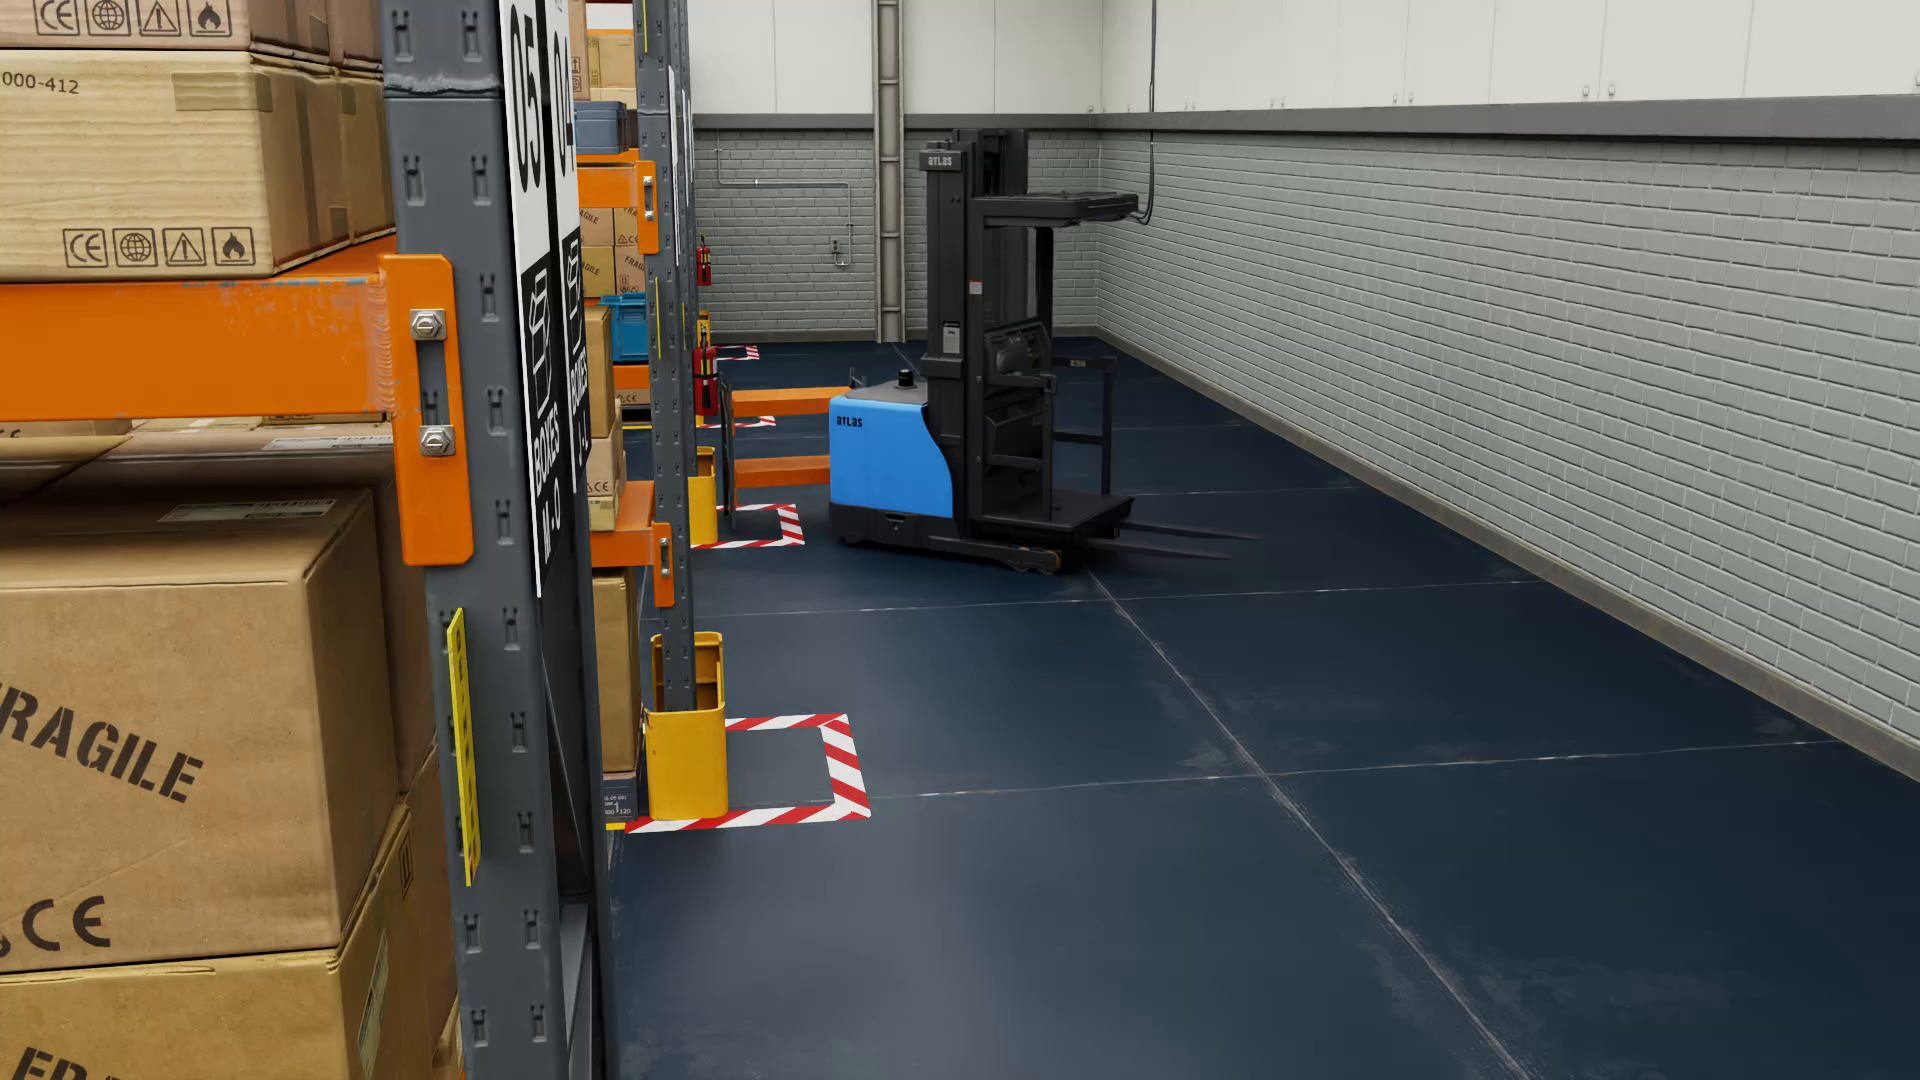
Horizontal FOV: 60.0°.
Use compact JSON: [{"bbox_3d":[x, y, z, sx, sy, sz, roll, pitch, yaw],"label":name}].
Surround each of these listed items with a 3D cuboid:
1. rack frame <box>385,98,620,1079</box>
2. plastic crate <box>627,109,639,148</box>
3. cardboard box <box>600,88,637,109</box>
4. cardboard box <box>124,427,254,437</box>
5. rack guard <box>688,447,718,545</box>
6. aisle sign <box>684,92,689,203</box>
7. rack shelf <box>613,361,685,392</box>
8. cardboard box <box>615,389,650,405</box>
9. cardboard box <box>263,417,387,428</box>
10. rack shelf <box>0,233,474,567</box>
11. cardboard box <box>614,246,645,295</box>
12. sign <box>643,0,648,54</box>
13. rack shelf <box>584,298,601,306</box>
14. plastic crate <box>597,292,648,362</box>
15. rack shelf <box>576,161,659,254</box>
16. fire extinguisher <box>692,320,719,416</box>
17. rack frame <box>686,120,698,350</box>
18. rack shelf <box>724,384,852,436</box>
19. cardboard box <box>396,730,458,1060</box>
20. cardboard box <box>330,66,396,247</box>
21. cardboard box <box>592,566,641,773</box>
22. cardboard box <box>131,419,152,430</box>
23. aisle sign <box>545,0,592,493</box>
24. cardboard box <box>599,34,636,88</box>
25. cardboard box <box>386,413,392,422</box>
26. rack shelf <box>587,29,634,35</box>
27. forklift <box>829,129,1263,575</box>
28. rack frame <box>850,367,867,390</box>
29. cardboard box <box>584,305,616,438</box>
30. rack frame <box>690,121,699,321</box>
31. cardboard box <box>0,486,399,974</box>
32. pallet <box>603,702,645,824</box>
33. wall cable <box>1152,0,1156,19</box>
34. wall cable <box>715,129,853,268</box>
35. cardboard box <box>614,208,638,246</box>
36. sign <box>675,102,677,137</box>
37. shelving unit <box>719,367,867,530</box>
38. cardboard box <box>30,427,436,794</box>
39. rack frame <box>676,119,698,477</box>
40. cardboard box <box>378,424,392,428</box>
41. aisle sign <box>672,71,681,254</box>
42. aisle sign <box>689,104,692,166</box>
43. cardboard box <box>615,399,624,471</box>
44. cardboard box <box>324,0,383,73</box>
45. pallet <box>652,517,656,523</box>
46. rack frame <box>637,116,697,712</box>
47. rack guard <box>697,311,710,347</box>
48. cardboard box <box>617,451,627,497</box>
[{"bbox_3d":[-0.665,0.832,2.736,0.127,3.000,1.000,-2,14,-8],"label":"rack frame"},{"bbox_3d":[-2.464,-3.000,12.121,0.590,0.269,0.497,-2,14,-8],"label":"plastic crate"},{"bbox_3d":[-3.246,-4.292,16.284,0.500,0.250,0.500,-2,14,-8],"label":"cardboard box"},{"bbox_3d":[-3.263,-0.298,6.940,0.500,0.250,0.500,-2,14,-8],"label":"cardboard box"},{"bbox_3d":[-2.020,-0.347,12.578,0.348,0.500,1.175,-2,14,-8],"label":"rack guard"},{"bbox_3d":[-2.015,-2.891,12.237,0.004,0.787,0.394,-2,14,-8],"label":"aisle sign"},{"bbox_3d":[-4.019,-1.134,12.057,4.000,0.370,1.077,-2,14,-8],"label":"rack shelf"},{"bbox_3d":[-3.277,-1.669,16.946,0.500,0.500,0.500,-2,14,-8],"label":"cardboard box"},{"bbox_3d":[-2.829,-0.446,7.529,0.500,0.250,0.500,-3,14,-10],"label":"cardboard box"},{"bbox_3d":[-2.642,-0.201,2.170,4.000,0.370,1.077,-2,14,-8],"label":"rack shelf"},{"bbox_3d":[-3.178,-2.714,16.672,0.500,0.500,0.500,-2,14,-7],"label":"cardboard box"},{"bbox_3d":[-1.237,-2.079,6.522,0.005,0.325,0.100,-2,14,-8],"label":"sign"},{"bbox_3d":[-4.754,-2.326,16.808,4.000,0.370,1.077,-2,14,-8],"label":"rack shelf"},{"bbox_3d":[-2.345,-1.545,12.019,0.499,0.435,0.616,-2,14,-8],"label":"plastic crate"},{"bbox_3d":[-3.281,-1.398,6.941,4.000,0.370,1.077,-2,14,-8],"label":"rack shelf"},{"bbox_3d":[-1.825,-1.233,11.899,0.183,0.674,0.296,-2,14,-8],"label":"fire extinguisher"},{"bbox_3d":[-2.776,-2.747,17.010,0.127,3.000,1.000,-2,14,-8],"label":"rack frame"},{"bbox_3d":[-1.273,-0.996,12.679,1.000,0.278,0.538,-4,15,-14],"label":"rack shelf"},{"bbox_3d":[-1.150,0.590,2.888,0.500,0.500,0.500,-1,14,-6],"label":"cardboard box"},{"bbox_3d":[-1.147,-0.595,2.570,0.500,0.250,0.500,-2,14,-6],"label":"cardboard box"},{"bbox_3d":[-1.925,0.505,7.546,0.875,0.875,0.875,-2,14,-8],"label":"cardboard box"},{"bbox_3d":[-3.846,-0.408,7.378,0.500,0.250,0.500,-2,14,-7],"label":"cardboard box"},{"bbox_3d":[-0.637,-0.503,2.718,0.004,0.787,0.394,-2,14,-8],"label":"aisle sign"},{"bbox_3d":[-3.281,-4.713,16.421,0.500,0.500,0.700,-2,14,-8],"label":"cardboard box"},{"bbox_3d":[-2.313,-0.829,7.516,0.500,0.500,0.500,-2,14,-10],"label":"cardboard box"},{"bbox_3d":[-5.495,-6.233,20.878,4.000,0.370,1.077,-2,14,-8],"label":"rack shelf"},{"bbox_3d":[0.589,-1.330,11.501,3.031,2.935,1.130,8,16,28],"label":"forklift"},{"bbox_3d":[-0.782,-0.744,12.876,0.032,1.125,0.500,-4,15,-14],"label":"rack frame"},{"bbox_3d":[-1.746,-0.719,7.076,0.500,0.500,0.500,-2,14,-8],"label":"cardboard box"},{"bbox_3d":[-3.518,-3.939,21.761,0.127,3.000,1.000,-2,14,-8],"label":"rack frame"},{"bbox_3d":[-1.080,0.231,2.261,0.500,0.500,0.500,-2,14,-9],"label":"cardboard box"},{"bbox_3d":[-2.083,1.036,7.656,1.213,0.211,1.003,-2,14,-8],"label":"pallet"},{"bbox_3d":[2.532,-7.260,18.674,0.112,2.526,3.097,-2,14,-8],"label":"wall cable"},{"bbox_3d":[-2.392,-4.705,22.729,1.851,1.984,0.084,-2,14,-8],"label":"wall cable"},{"bbox_3d":[-3.175,-3.198,16.548,0.500,0.500,0.500,-2,14,-9],"label":"cardboard box"},{"bbox_3d":[-1.944,-2.828,11.381,0.005,0.325,0.100,-2,14,-8],"label":"sign"},{"bbox_3d":[-1.273,-0.712,12.750,1.048,1.125,0.538,-4,15,-14],"label":"shelving unit"},{"bbox_3d":[-1.148,0.107,2.756,0.500,0.500,0.500,-2,14,-9],"label":"cardboard box"},{"bbox_3d":[-2.042,-1.556,12.258,0.127,3.000,1.000,-2,14,-8],"label":"rack frame"},{"bbox_3d":[-2.245,-0.336,7.093,0.500,0.250,0.500,-2,14,-9],"label":"cardboard box"},{"bbox_3d":[-1.277,-1.700,7.490,0.004,0.787,0.394,-2,14,-8],"label":"aisle sign"},{"bbox_3d":[-2.752,-4.081,16.985,0.004,0.787,0.394,-2,14,-8],"label":"aisle sign"},{"bbox_3d":[-1.819,-0.483,7.679,0.500,0.250,0.500,-2,14,-10],"label":"cardboard box"},{"bbox_3d":[-1.147,-0.838,2.513,0.500,0.250,0.500,-2,14,-7],"label":"cardboard box"},{"bbox_3d":[-2.863,-0.183,12.516,1.213,0.211,1.003,-2,14,-8],"label":"pallet"},{"bbox_3d":[-1.304,-0.364,7.508,0.127,3.000,1.000,-2,14,-8],"label":"rack frame"},{"bbox_3d":[-3.494,-2.727,22.068,0.348,0.500,1.175,-2,14,-8],"label":"rack guard"},{"bbox_3d":[-1.704,-0.309,7.804,0.250,0.149,0.380,-2,14,-8],"label":"cardboard box"}]
